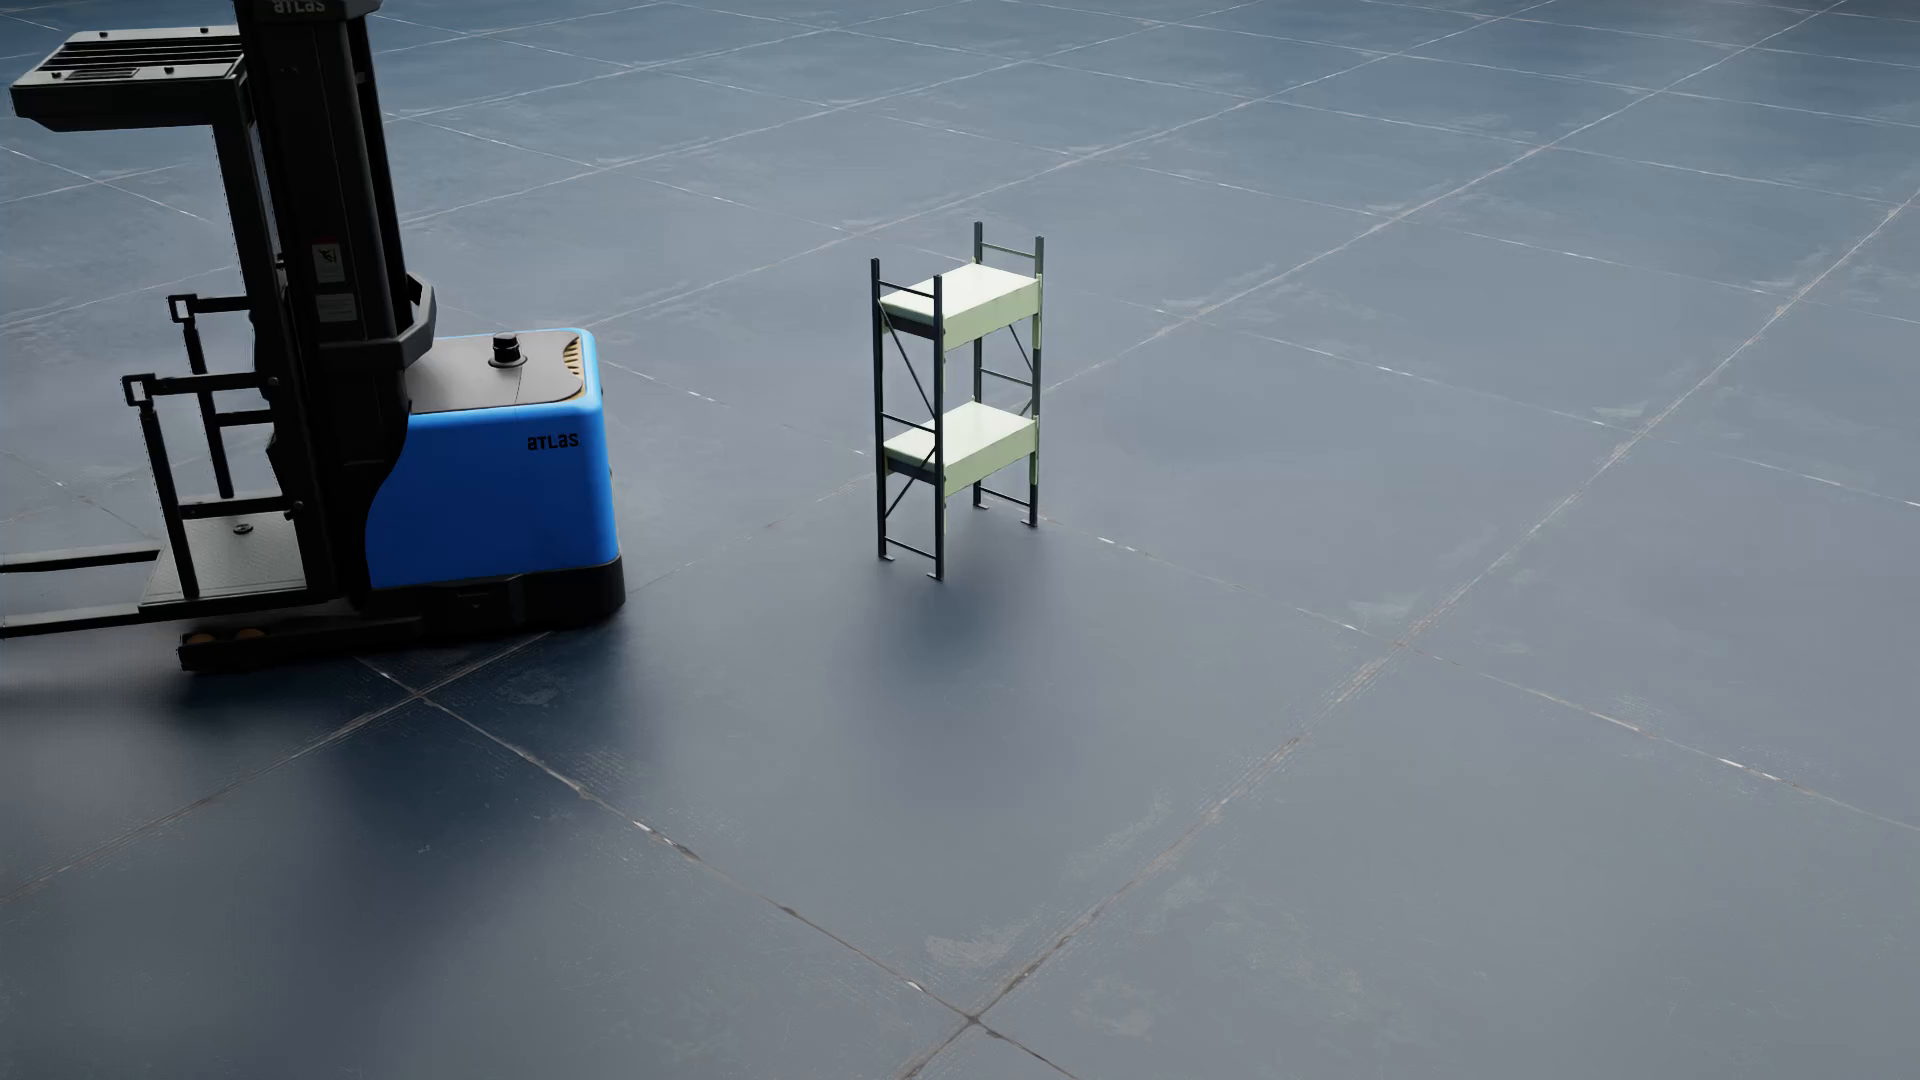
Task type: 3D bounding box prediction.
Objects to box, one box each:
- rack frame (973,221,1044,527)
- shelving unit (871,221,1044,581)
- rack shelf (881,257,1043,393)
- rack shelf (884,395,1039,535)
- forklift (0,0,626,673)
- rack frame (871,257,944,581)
[{"bbox_3d":[0.229,-0.794,8.152,0.400,1.500,0.023,21,34,34],"label":"rack frame"},{"bbox_3d":[-0.004,-0.664,7.901,0.431,1.500,0.755,21,34,34],"label":"shelving unit"},{"bbox_3d":[-0.004,-1.010,7.721,0.431,0.370,0.720,21,34,34],"label":"rack shelf"},{"bbox_3d":[-0.004,-0.374,8.051,0.431,0.370,0.720,21,34,34],"label":"rack shelf"},{"bbox_3d":[-3.093,-0.996,6.985,3.031,2.935,1.130,-6,28,-12],"label":"forklift"},{"bbox_3d":[-0.237,-0.534,7.650,0.400,1.500,0.023,21,34,34],"label":"rack frame"}]
